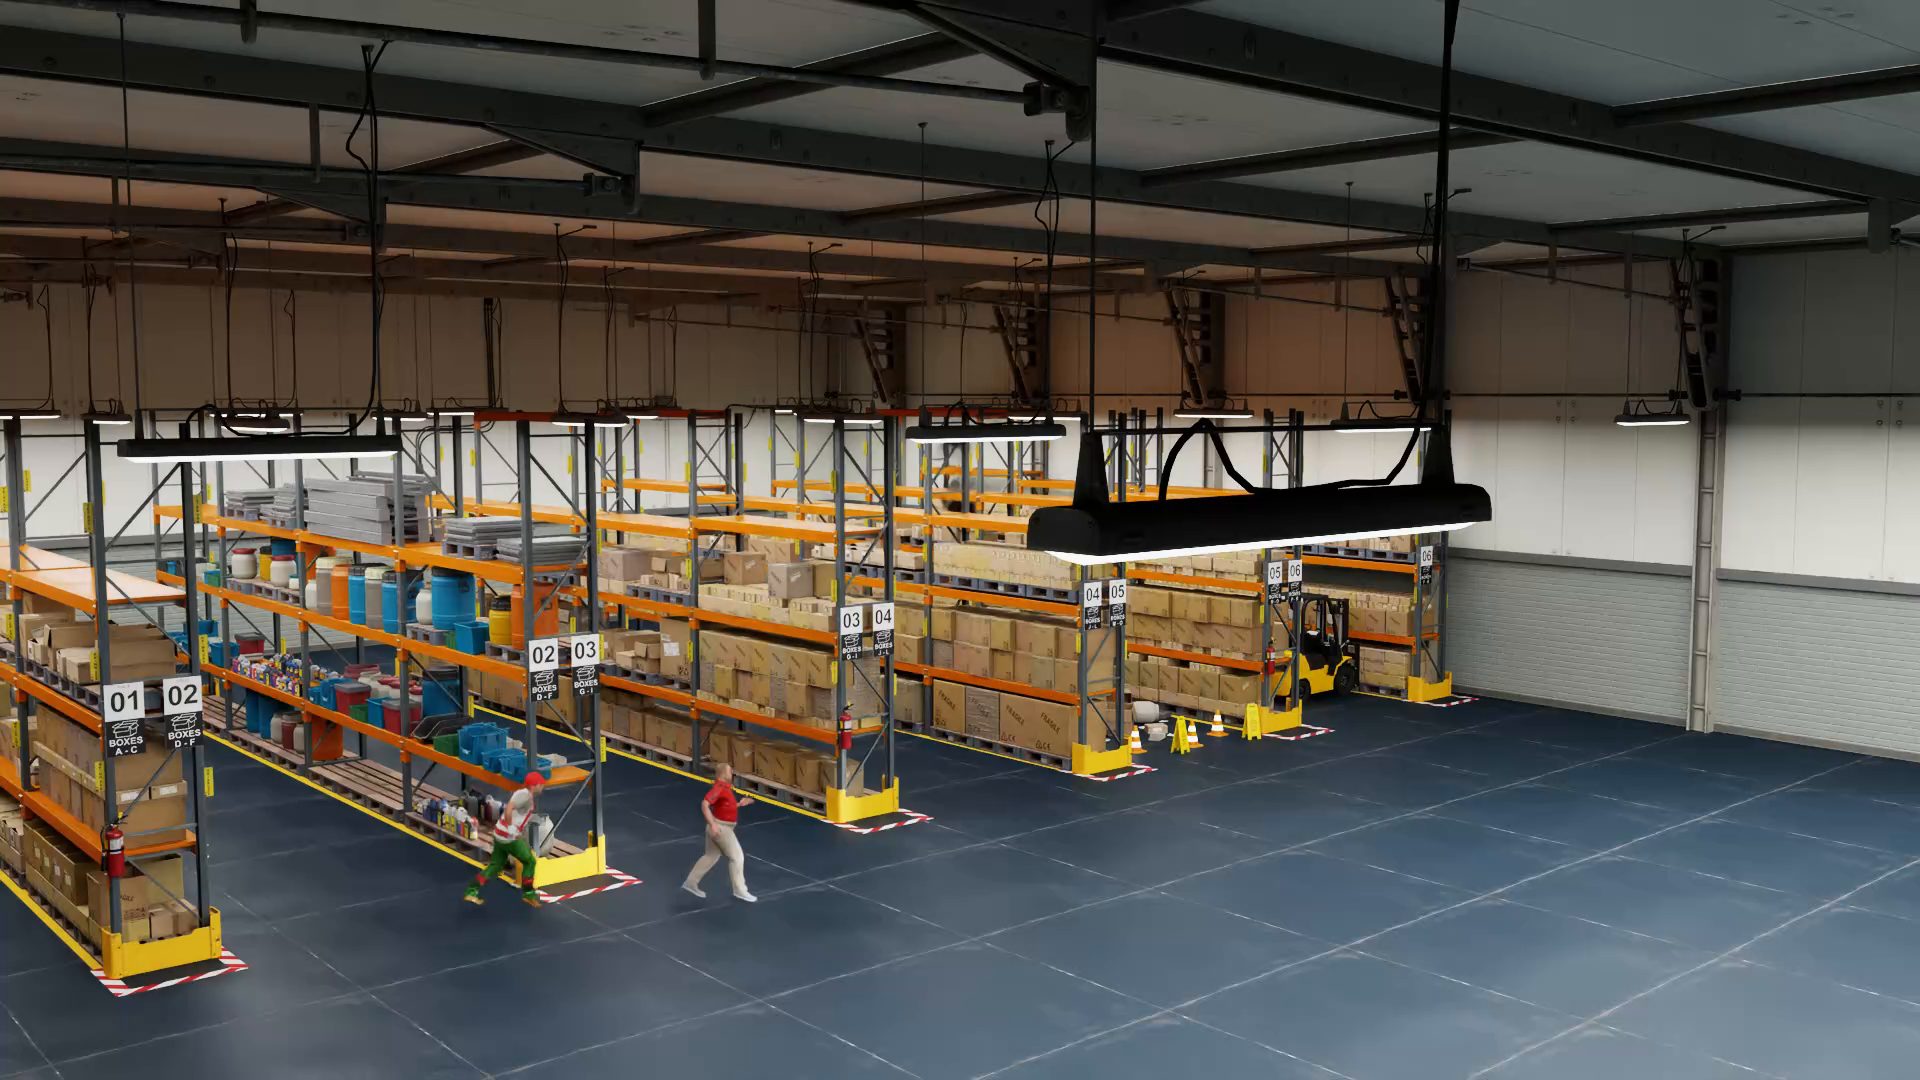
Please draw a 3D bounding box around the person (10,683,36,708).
[{"bbox_3d":[-17.604,2.791,31.161,0.566,1.629,0.564,3,6,33],"label":"person"}]

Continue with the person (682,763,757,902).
[{"bbox_3d":[-2.992,3.644,20.657,0.909,1.766,0.643,-2,5,-17],"label":"person"}]

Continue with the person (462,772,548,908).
[{"bbox_3d":[-5.566,3.726,20.352,1.054,1.731,0.705,-2,5,-20],"label":"person"}]

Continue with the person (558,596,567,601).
[{"bbox_3d":[-9.343,2.111,38.839,0.658,1.656,0.766,-1,5,-6],"label":"person"}]
